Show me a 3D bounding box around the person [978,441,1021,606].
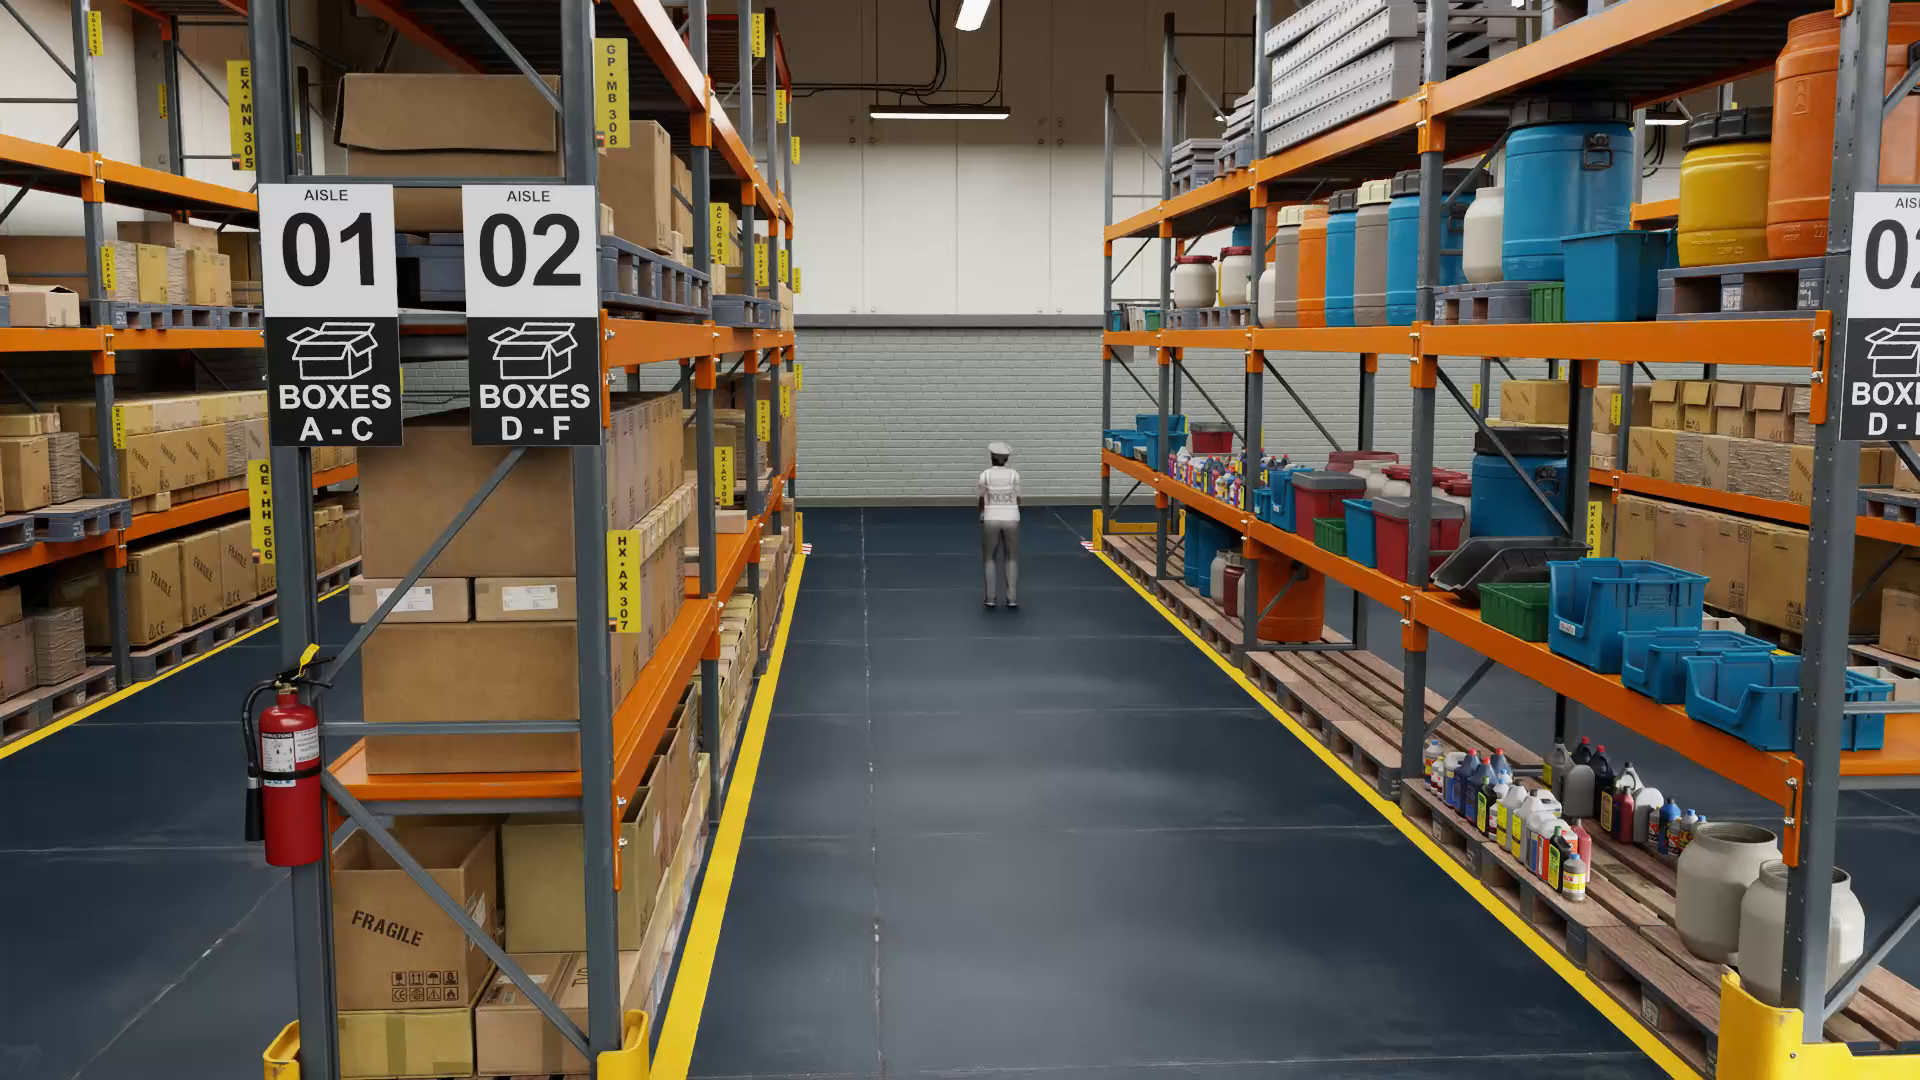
[{"bbox_3d":[0.403,-0.167,17.032,0.441,1.692,0.517,0,7,-4],"label":"person"}]
